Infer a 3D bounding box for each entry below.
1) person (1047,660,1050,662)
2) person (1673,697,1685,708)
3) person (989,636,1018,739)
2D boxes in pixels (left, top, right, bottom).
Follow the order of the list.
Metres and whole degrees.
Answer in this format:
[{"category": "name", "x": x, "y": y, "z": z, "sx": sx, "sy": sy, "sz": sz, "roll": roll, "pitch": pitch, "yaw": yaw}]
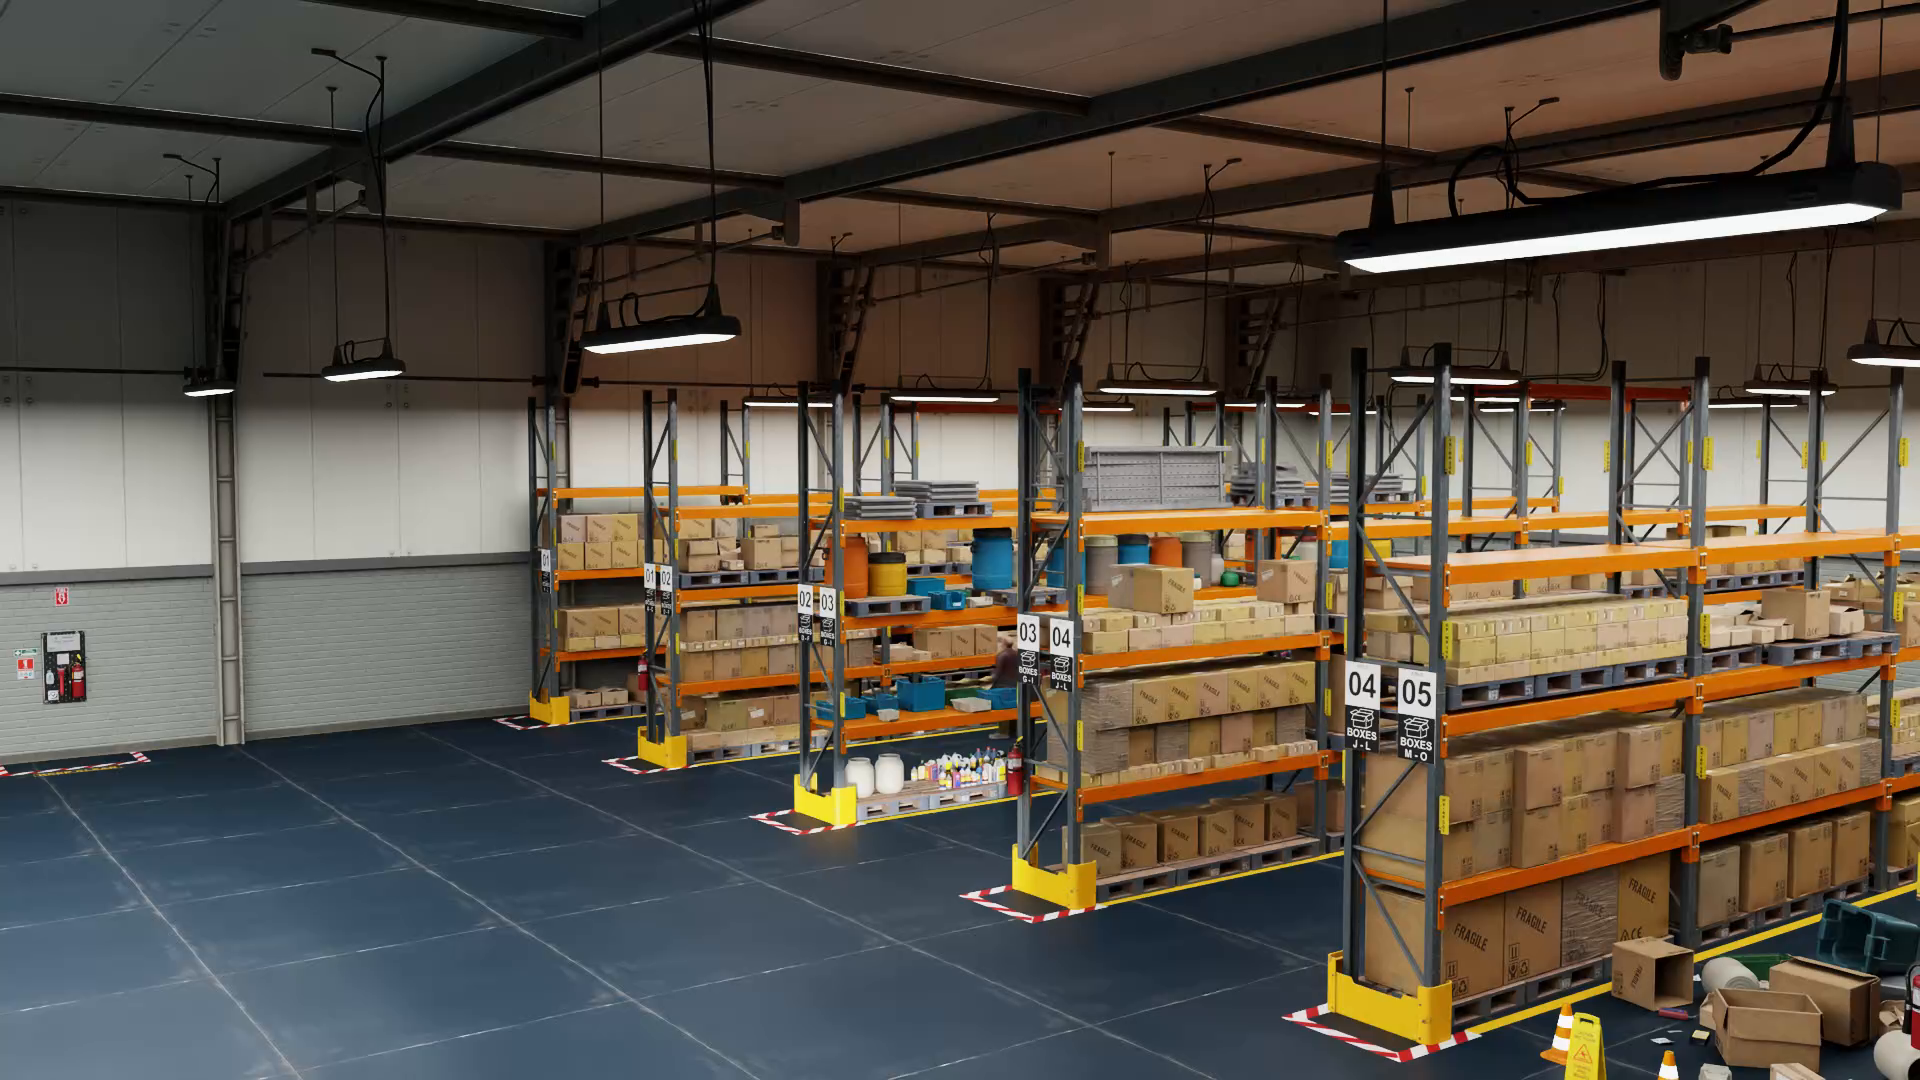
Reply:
[{"category": "person", "x": 2.042, "y": 2.157, "z": 34.395, "sx": 1.028, "sy": 1.615, "sz": 0.554, "roll": -2, "pitch": 4, "yaw": -36}, {"category": "person", "x": 9.999, "y": 2.975, "z": 23.284, "sx": 0.525, "sy": 1.665, "sz": 0.456, "roll": 1, "pitch": 4, "yaw": 18}, {"category": "person", "x": 0.787, "y": 2.554, "z": 28.994, "sx": 0.424, "sy": 1.786, "sz": 0.617, "roll": 2, "pitch": 4, "yaw": 31}]
